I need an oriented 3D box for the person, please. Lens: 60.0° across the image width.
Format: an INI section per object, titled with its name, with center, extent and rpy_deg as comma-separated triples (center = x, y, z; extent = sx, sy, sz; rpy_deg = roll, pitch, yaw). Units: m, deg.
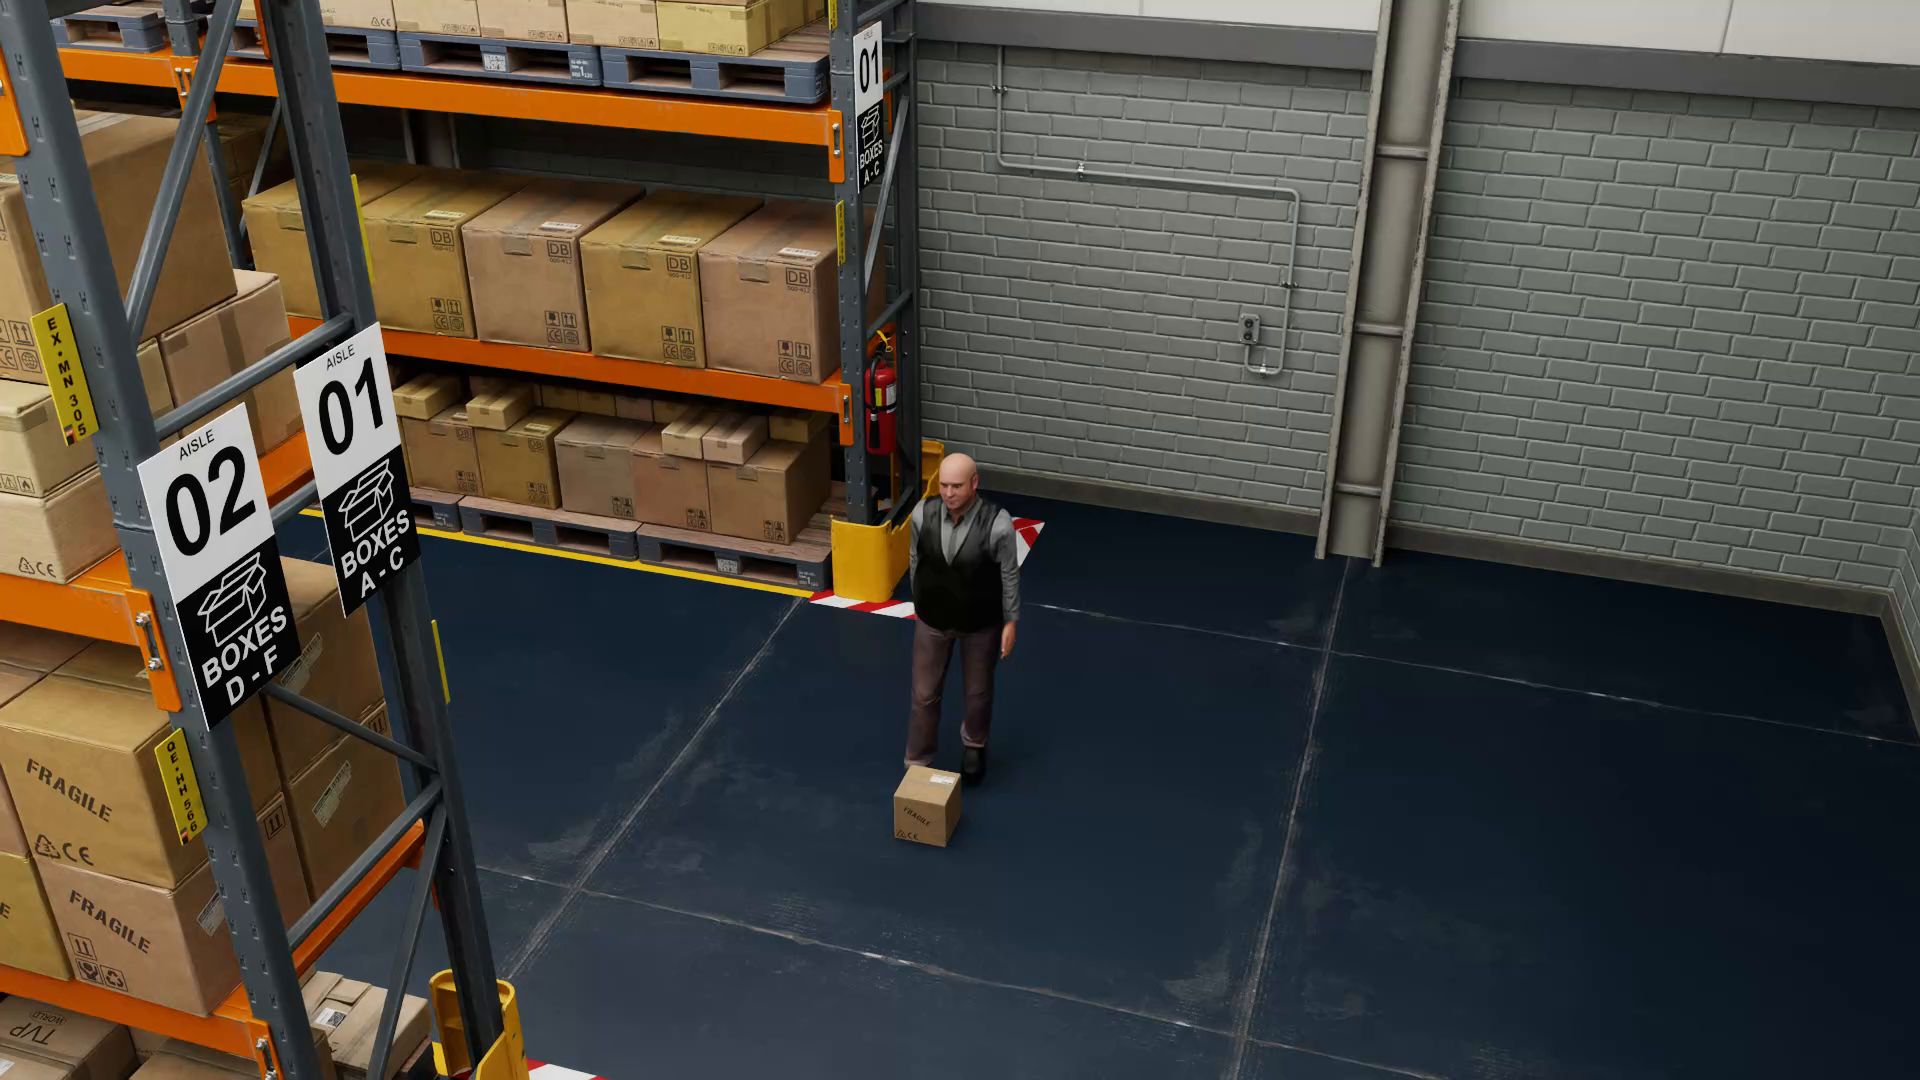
[person]
center = -0.009, 0.429, 7.745
extent = 0.553, 1.714, 0.636
rpy_deg = 6, 30, 11
